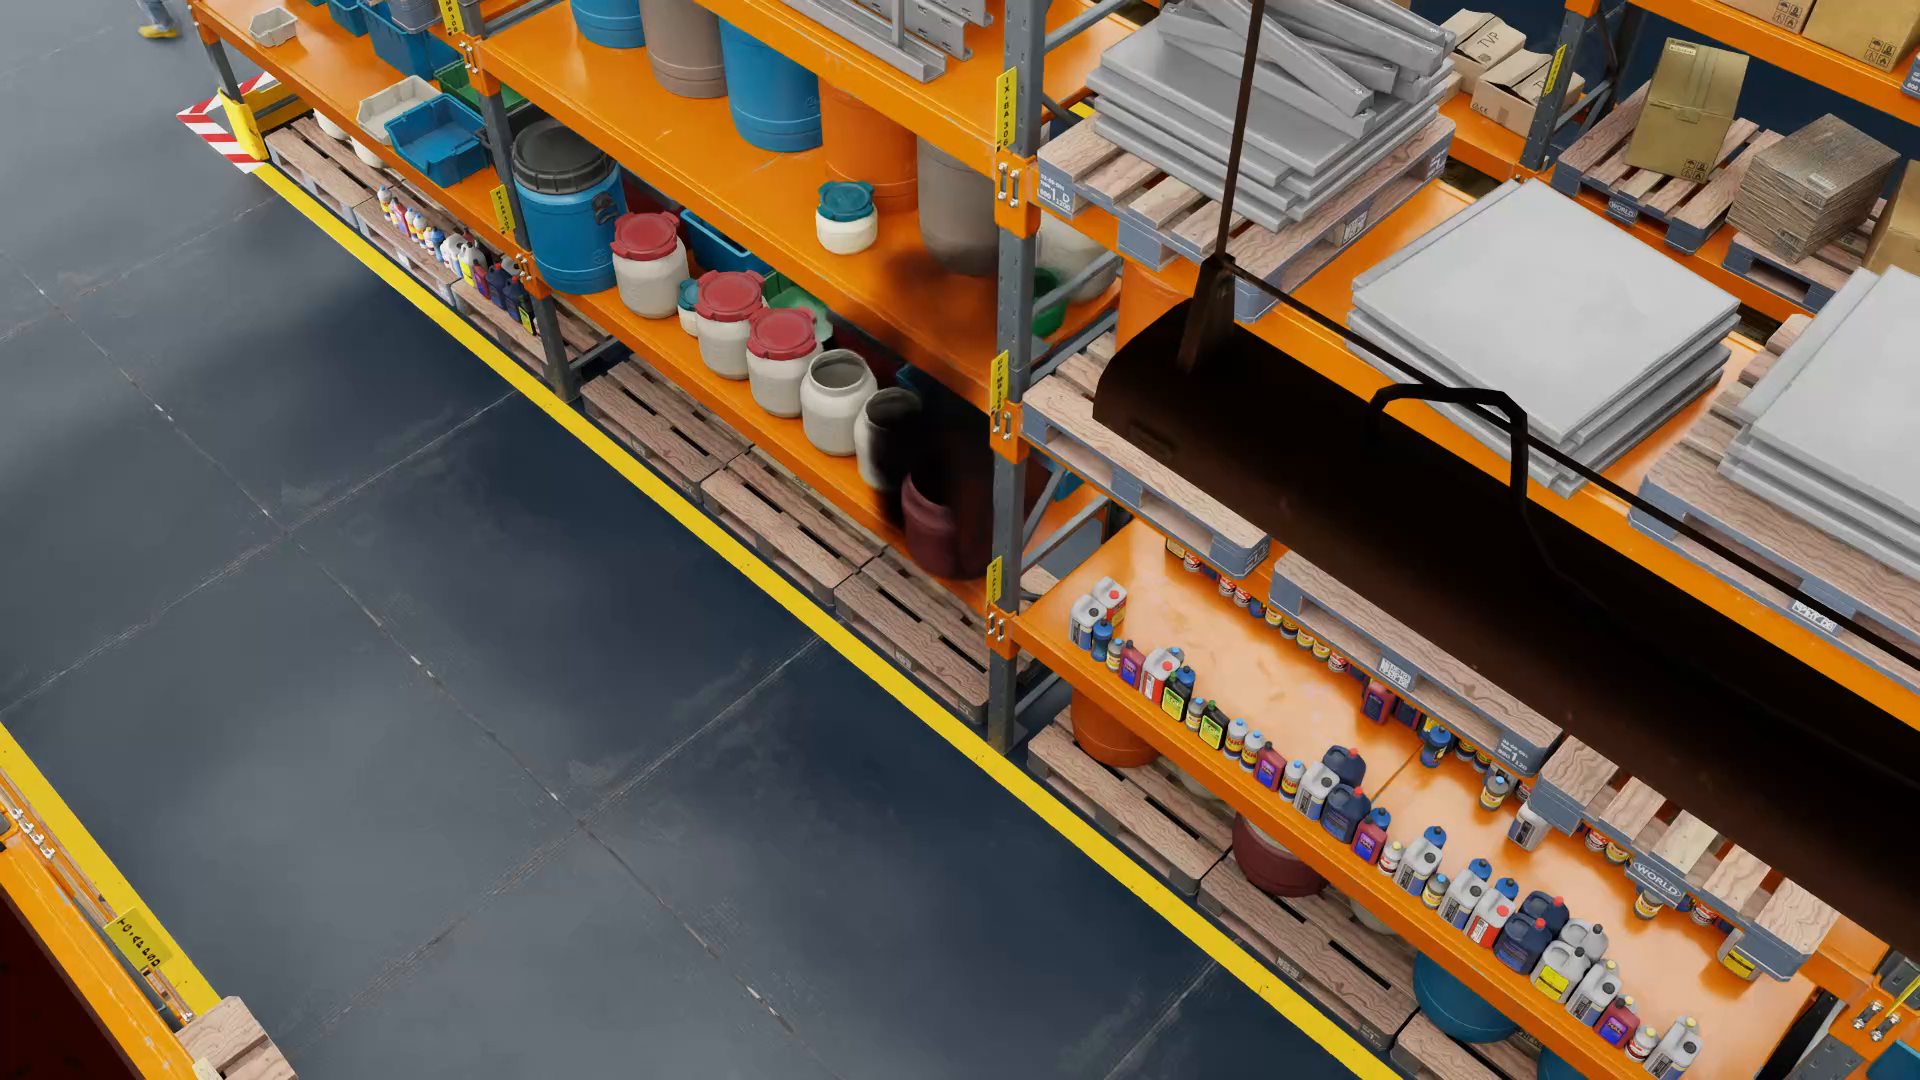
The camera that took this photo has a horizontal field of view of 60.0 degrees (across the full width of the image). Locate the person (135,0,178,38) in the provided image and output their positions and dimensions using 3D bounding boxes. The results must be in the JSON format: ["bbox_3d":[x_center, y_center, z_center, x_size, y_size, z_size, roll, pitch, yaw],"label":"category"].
[{"bbox_3d":[-6.512,-4.778,13.279,0.691,1.721,0.734,-9,51,-8],"label":"person"}]
